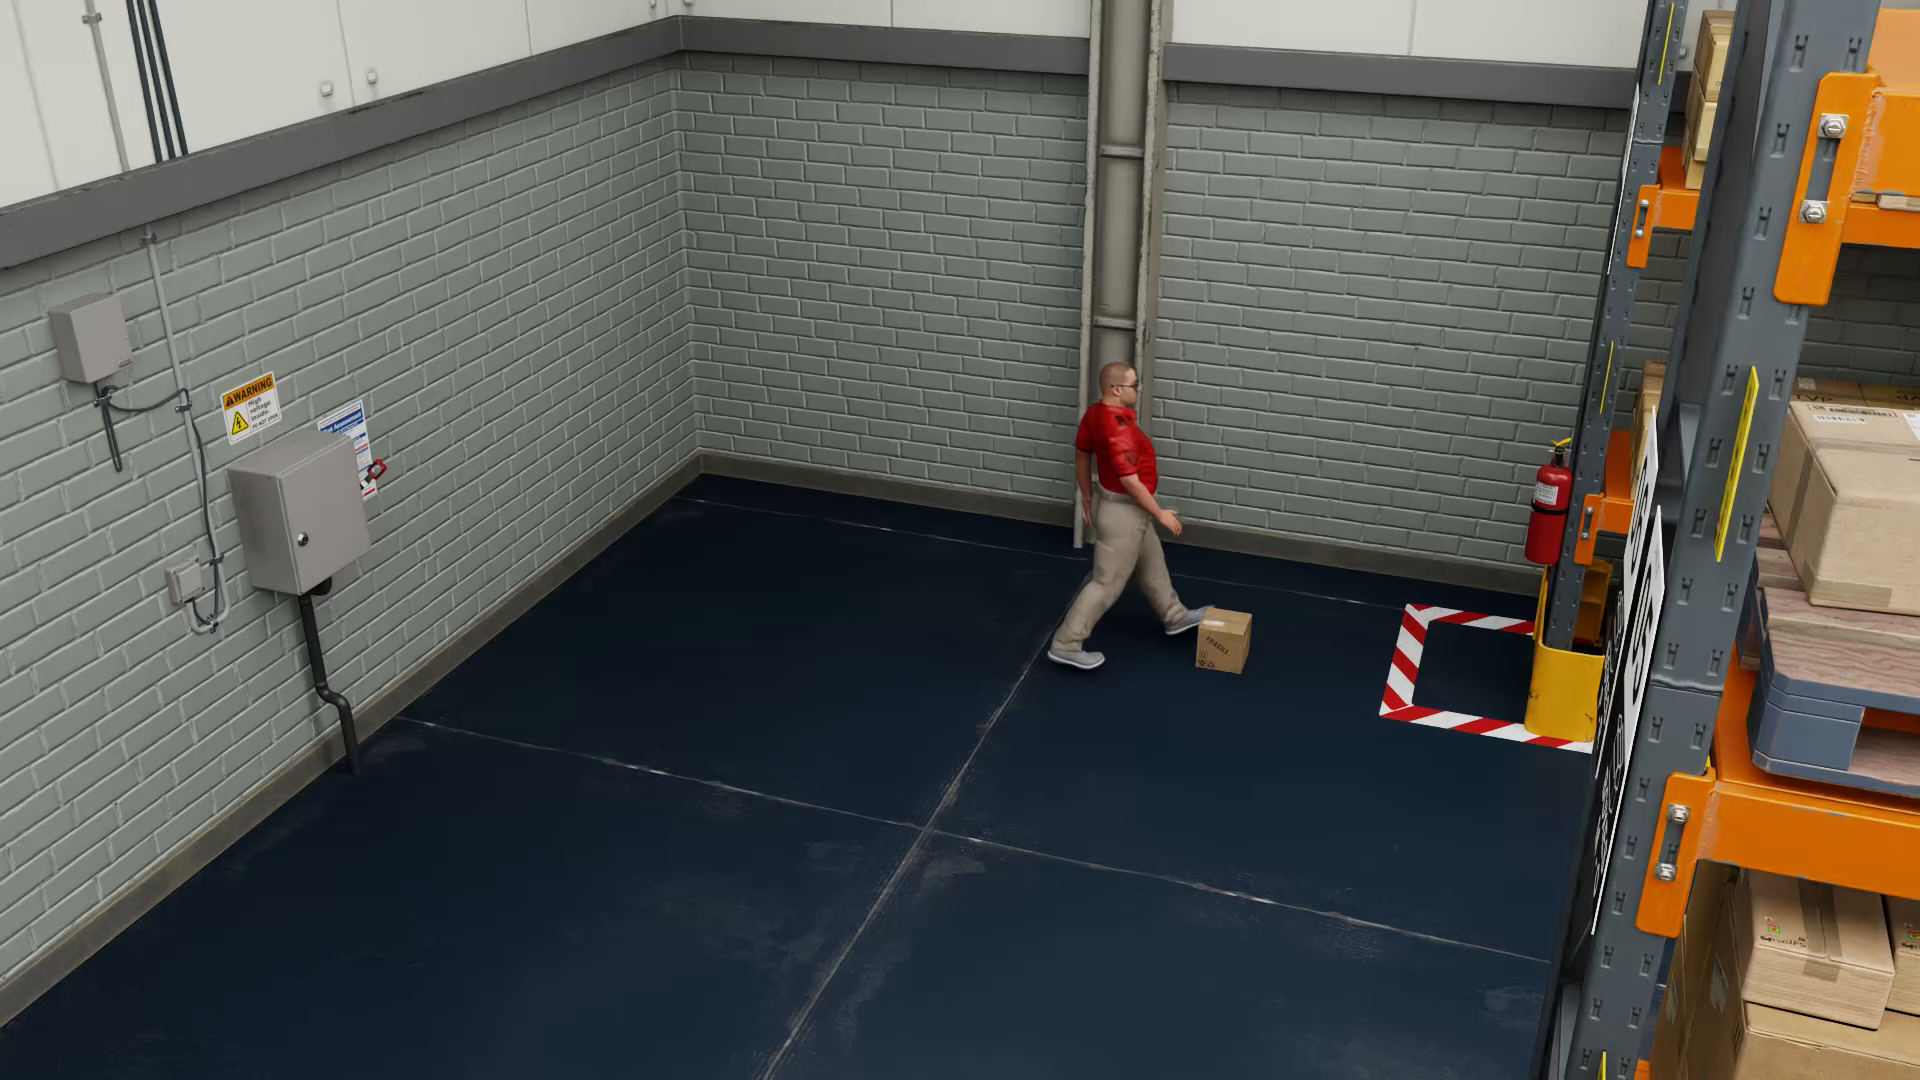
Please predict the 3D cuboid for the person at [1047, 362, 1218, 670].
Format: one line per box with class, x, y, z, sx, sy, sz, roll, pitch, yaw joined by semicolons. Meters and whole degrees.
person;0.970;-0.163;9.006;1.046;1.666;0.625;-3;26;-7
